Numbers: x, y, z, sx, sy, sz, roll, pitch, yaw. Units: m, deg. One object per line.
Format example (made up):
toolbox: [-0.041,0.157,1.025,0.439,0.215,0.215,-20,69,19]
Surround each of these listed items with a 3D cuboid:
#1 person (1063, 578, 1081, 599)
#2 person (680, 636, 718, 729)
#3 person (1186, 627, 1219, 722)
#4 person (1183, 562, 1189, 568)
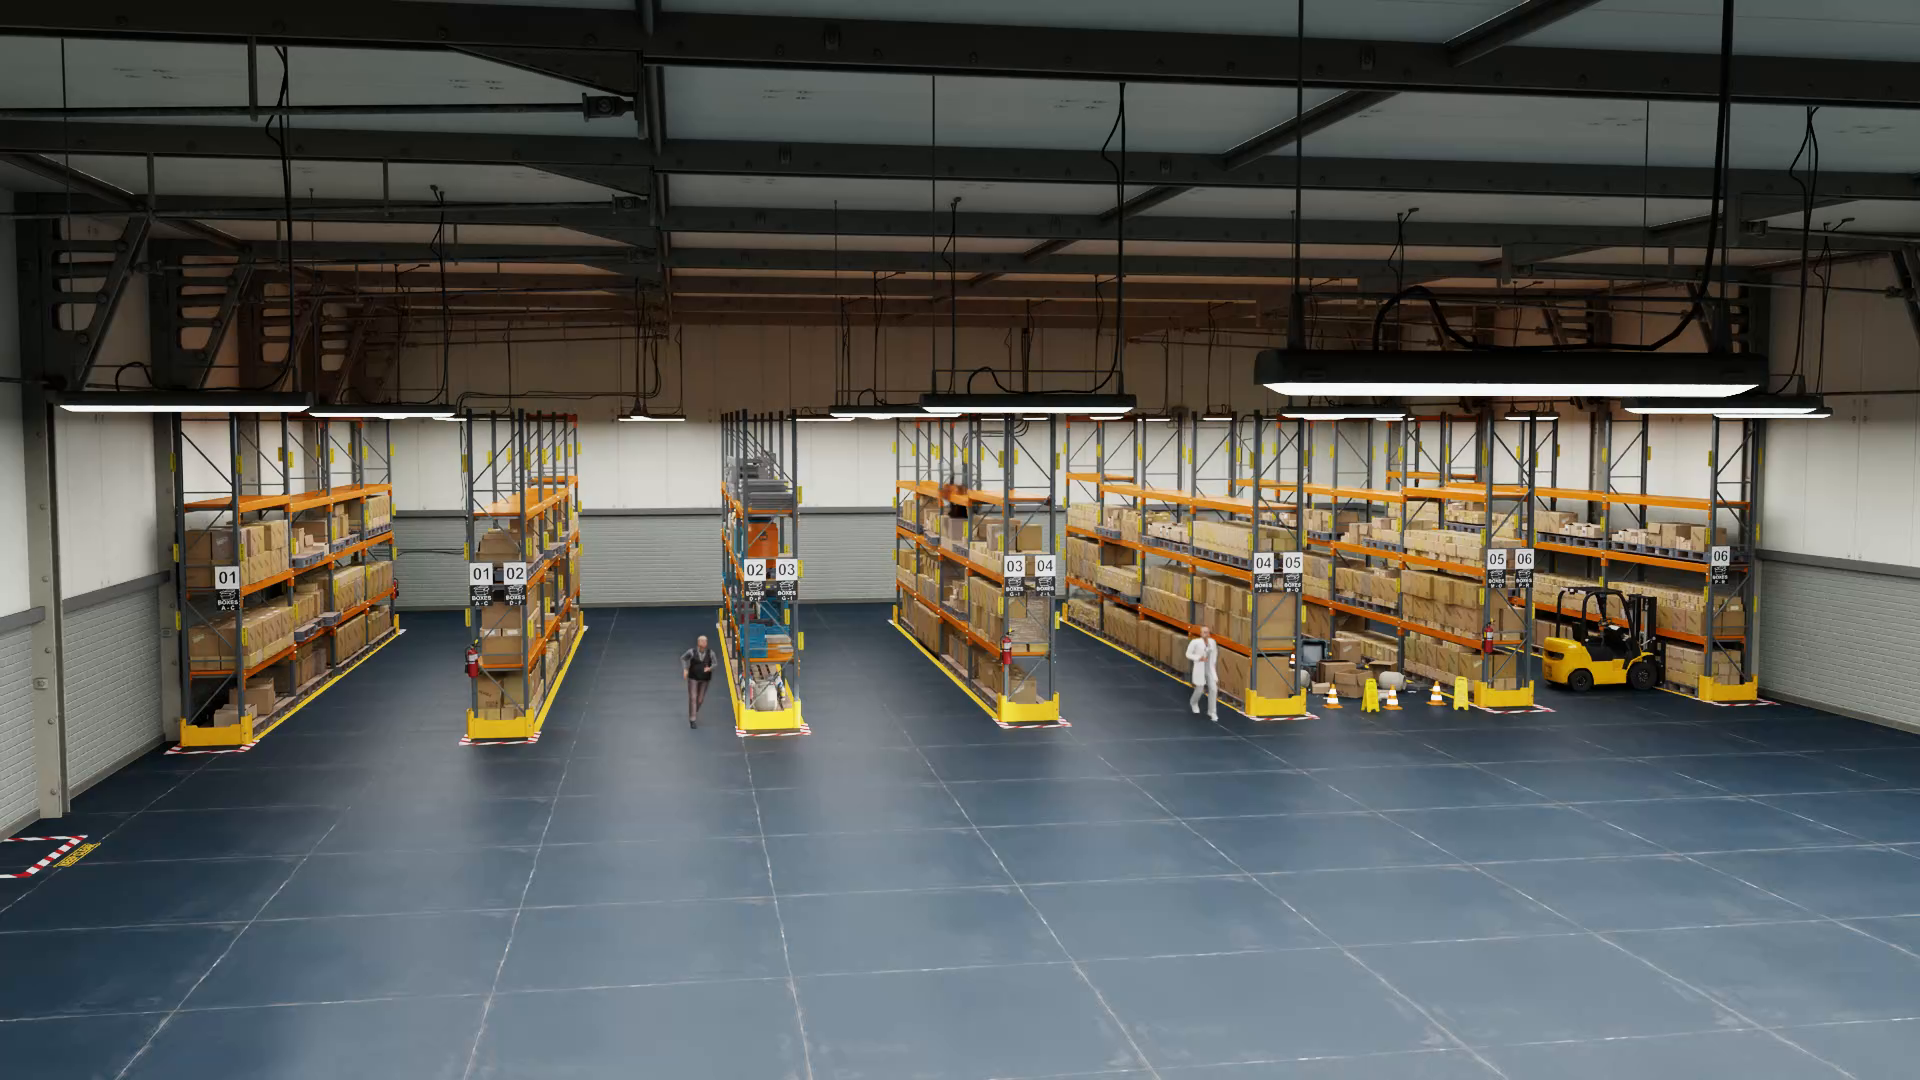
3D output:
person: [3.430,1.424,49.861,0.711,1.611,0.583,-1,4,-19]
person: [-4.917,2.656,31.467,0.687,1.692,0.959,-1,4,-20]
person: [4.741,2.579,32.387,0.737,1.799,0.969,-1,4,-16]
person: [6.875,1.324,50.529,0.654,1.793,0.690,-1,4,-13]
